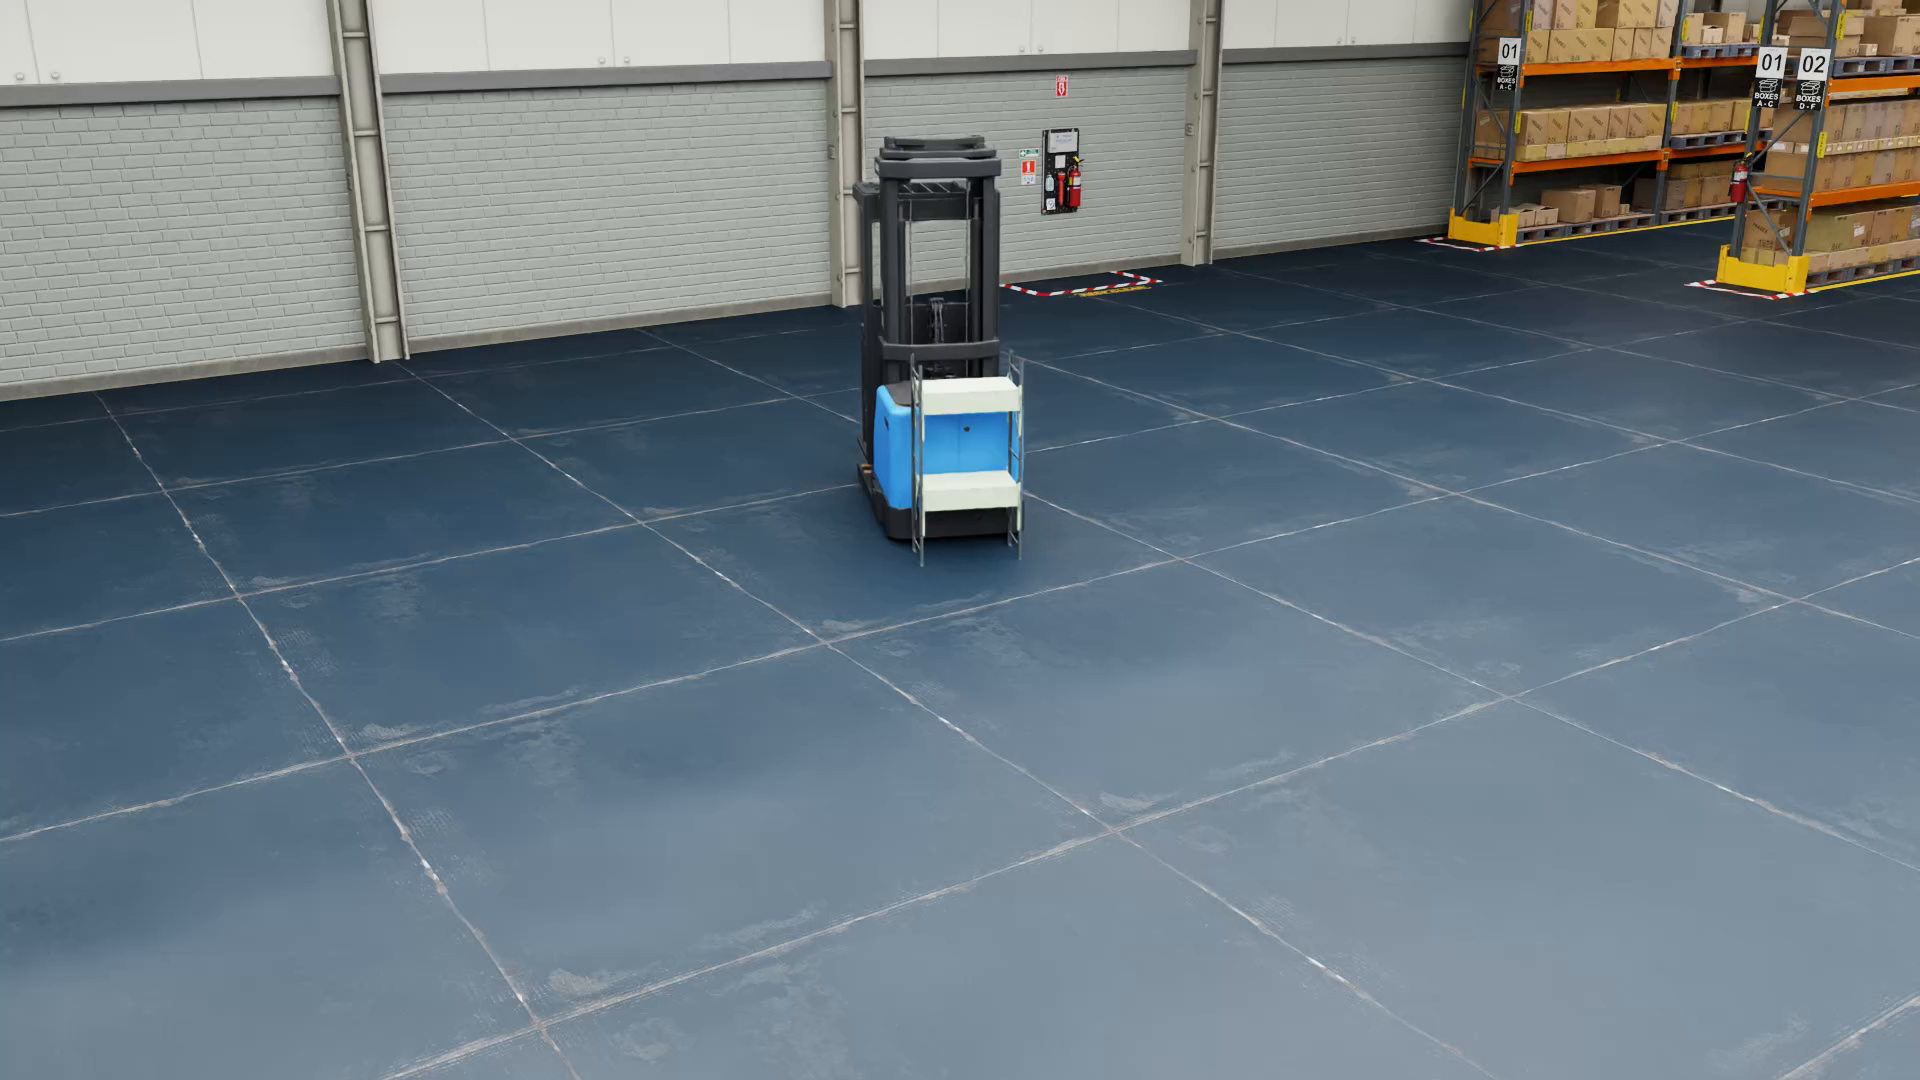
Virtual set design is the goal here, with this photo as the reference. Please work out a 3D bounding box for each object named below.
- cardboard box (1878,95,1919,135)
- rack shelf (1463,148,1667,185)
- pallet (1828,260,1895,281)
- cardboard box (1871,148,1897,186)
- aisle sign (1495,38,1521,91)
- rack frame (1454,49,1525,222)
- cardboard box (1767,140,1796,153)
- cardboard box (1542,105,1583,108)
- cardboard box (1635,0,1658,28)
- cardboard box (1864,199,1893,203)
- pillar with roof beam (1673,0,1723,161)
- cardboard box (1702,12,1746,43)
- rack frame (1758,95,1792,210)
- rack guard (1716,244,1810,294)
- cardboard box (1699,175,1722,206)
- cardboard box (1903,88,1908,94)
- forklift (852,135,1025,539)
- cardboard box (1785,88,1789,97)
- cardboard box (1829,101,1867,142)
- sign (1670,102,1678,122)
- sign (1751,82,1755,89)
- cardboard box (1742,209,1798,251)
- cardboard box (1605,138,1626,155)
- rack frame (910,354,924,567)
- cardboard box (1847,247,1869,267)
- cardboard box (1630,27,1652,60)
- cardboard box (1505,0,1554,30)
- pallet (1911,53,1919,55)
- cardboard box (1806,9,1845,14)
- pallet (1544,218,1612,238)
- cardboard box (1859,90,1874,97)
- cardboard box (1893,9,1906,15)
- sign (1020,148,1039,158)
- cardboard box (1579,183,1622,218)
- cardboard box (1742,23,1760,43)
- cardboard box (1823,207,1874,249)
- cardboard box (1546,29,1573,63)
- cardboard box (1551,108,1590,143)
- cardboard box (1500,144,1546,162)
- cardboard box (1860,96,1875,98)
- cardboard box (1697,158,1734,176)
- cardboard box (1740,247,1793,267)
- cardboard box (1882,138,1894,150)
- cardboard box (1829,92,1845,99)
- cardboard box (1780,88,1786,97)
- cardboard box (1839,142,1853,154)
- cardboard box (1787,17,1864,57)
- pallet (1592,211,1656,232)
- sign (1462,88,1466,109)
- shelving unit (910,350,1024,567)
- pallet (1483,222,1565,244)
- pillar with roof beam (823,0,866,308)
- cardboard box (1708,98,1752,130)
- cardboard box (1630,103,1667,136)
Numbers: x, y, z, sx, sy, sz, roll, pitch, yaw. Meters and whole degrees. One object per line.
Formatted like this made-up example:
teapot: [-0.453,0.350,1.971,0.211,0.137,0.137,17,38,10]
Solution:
cardboard box: [13.737,-6.165,24.115,0.500,0.500,0.700,-12,22,-32]
rack shelf: [10.128,-6.303,27.829,4.000,0.370,1.077,-12,22,-31]
pallet: [12.818,-4.006,24.265,1.213,0.211,1.003,-12,22,-31]
cardboard box: [12.873,-5.367,23.781,0.500,0.500,0.700,-11,22,-30]
aisle sign: [8.562,-7.430,25.981,0.004,0.787,0.394,-12,22,-31]
rack frame: [8.457,-6.292,26.672,0.127,3.000,1.000,-12,22,-31]
cardboard box: [11.399,-5.440,22.985,0.250,0.149,0.380,-12,22,-32]
cardboard box: [10.010,-6.992,27.776,0.500,0.500,0.500,-12,22,-31]
cardboard box: [11.074,-8.687,27.325,0.500,0.500,0.500,-11,21,-28]
cardboard box: [13.553,-4.836,24.831,0.500,0.500,0.500,-12,22,-31]
pillar with roof beam: [15.945,-9.394,26.481,0.400,9.000,9.100,-12,22,-31]
cardboard box: [13.329,-8.956,29.057,0.500,0.500,0.500,-13,23,-33]
rack frame: [15.139,-7.701,30.840,0.127,3.000,1.000,-12,22,-31]
rack guard: [11.165,-3.779,23.143,0.348,0.500,1.175,-12,22,-31]
cardboard box: [13.256,-6.338,30.026,0.500,0.500,0.700,-12,22,-31]
cardboard box: [18.230,-8.808,32.292,0.500,0.250,0.500,-11,22,-30]
forklift: [-0.269,-1.828,13.574,1.130,2.935,3.031,-3,19,-10]
cardboard box: [15.375,-8.403,31.095,0.500,0.250,0.500,-11,22,-30]
cardboard box: [12.062,-5.812,23.070,0.500,0.500,0.700,-13,22,-33]
sign: [12.103,-7.263,28.192,0.005,0.325,0.100,-12,22,-31]
sign: [14.831,-8.397,31.092,0.005,0.325,0.100,-12,22,-31]
cardboard box: [11.469,-4.393,23.523,0.500,0.500,0.500,-12,22,-31]
cardboard box: [10.737,-6.592,27.763,0.500,0.250,0.500,-12,22,-32]
rack frame: [-0.312,-0.575,12.105,0.023,1.500,0.400,-3,19,-10]
cardboard box: [12.588,-4.076,23.755,0.500,0.250,0.500,-12,22,-31]
cardboard box: [11.083,-8.234,27.545,0.500,0.500,0.500,-14,23,-36]
cardboard box: [8.913,-8.246,26.021,0.500,0.500,0.500,-14,23,-35]
pallet: [13.827,-6.894,23.908,1.213,0.211,1.003,-12,22,-31]
cardboard box: [15.926,-9.586,30.889,0.500,0.500,0.700,-13,23,-34]
pallet: [10.237,-5.332,28.185,1.213,0.211,1.003,-12,22,-31]
cardboard box: [16.946,-8.541,31.501,0.500,0.250,0.500,-12,22,-33]
cardboard box: [17.684,-9.957,31.986,0.500,0.500,0.700,-13,23,-34]
sign: [0.960,-5.361,23.036,0.331,0.109,0.001,-12,22,-31]
cardboard box: [10.953,-5.827,28.514,0.500,0.500,0.500,-14,23,-35]
cardboard box: [14.005,-8.977,29.738,0.637,0.503,0.797,-9,20,-24]
cardboard box: [12.582,-4.434,23.644,0.500,0.500,0.500,-12,22,-31]
cardboard box: [9.342,-7.847,26.401,0.500,0.500,0.500,-10,21,-28]
cardboard box: [9.875,-6.763,27.098,0.500,0.500,0.500,-13,22,-33]
cardboard box: [9.039,-6.231,26.696,0.500,0.250,0.500,-13,22,-33]
cardboard box: [16.973,-8.187,31.625,0.500,0.500,0.500,-11,22,-30]
cardboard box: [13.629,-6.764,30.114,0.500,0.250,0.500,-12,22,-32]
cardboard box: [11.470,-4.037,23.641,0.500,0.250,0.500,-12,22,-31]
cardboard box: [12.915,-5.604,23.469,0.250,0.149,0.380,-12,22,-31]
cardboard box: [16.108,-8.360,30.967,0.500,0.250,0.500,-12,22,-32]
cardboard box: [14.867,-8.195,30.446,0.250,0.149,0.380,-16,24,-38]
cardboard box: [12.059,-5.425,22.938,0.250,0.149,0.380,-12,22,-31]
cardboard box: [11.667,-6.803,22.464,0.637,0.503,0.797,-10,21,-28]
pallet: [11.257,-5.548,28.825,1.213,0.211,1.003,-12,22,-31]
sign: [8.169,-7.142,26.886,0.005,0.325,0.100,-12,22,-31]
shelving unit: [0.047,-0.597,12.169,0.755,1.500,0.431,-3,19,-10]
pallet: [9.219,-5.118,27.554,1.213,0.211,1.003,-12,22,-31]
pillar with roof beam: [0.912,-6.223,17.102,0.400,9.000,9.100,-12,22,-31]
cardboard box: [13.723,-7.646,29.834,0.500,0.500,0.700,-12,22,-31]
cardboard box: [11.573,-7.124,28.166,0.500,0.500,0.500,-12,22,-32]
